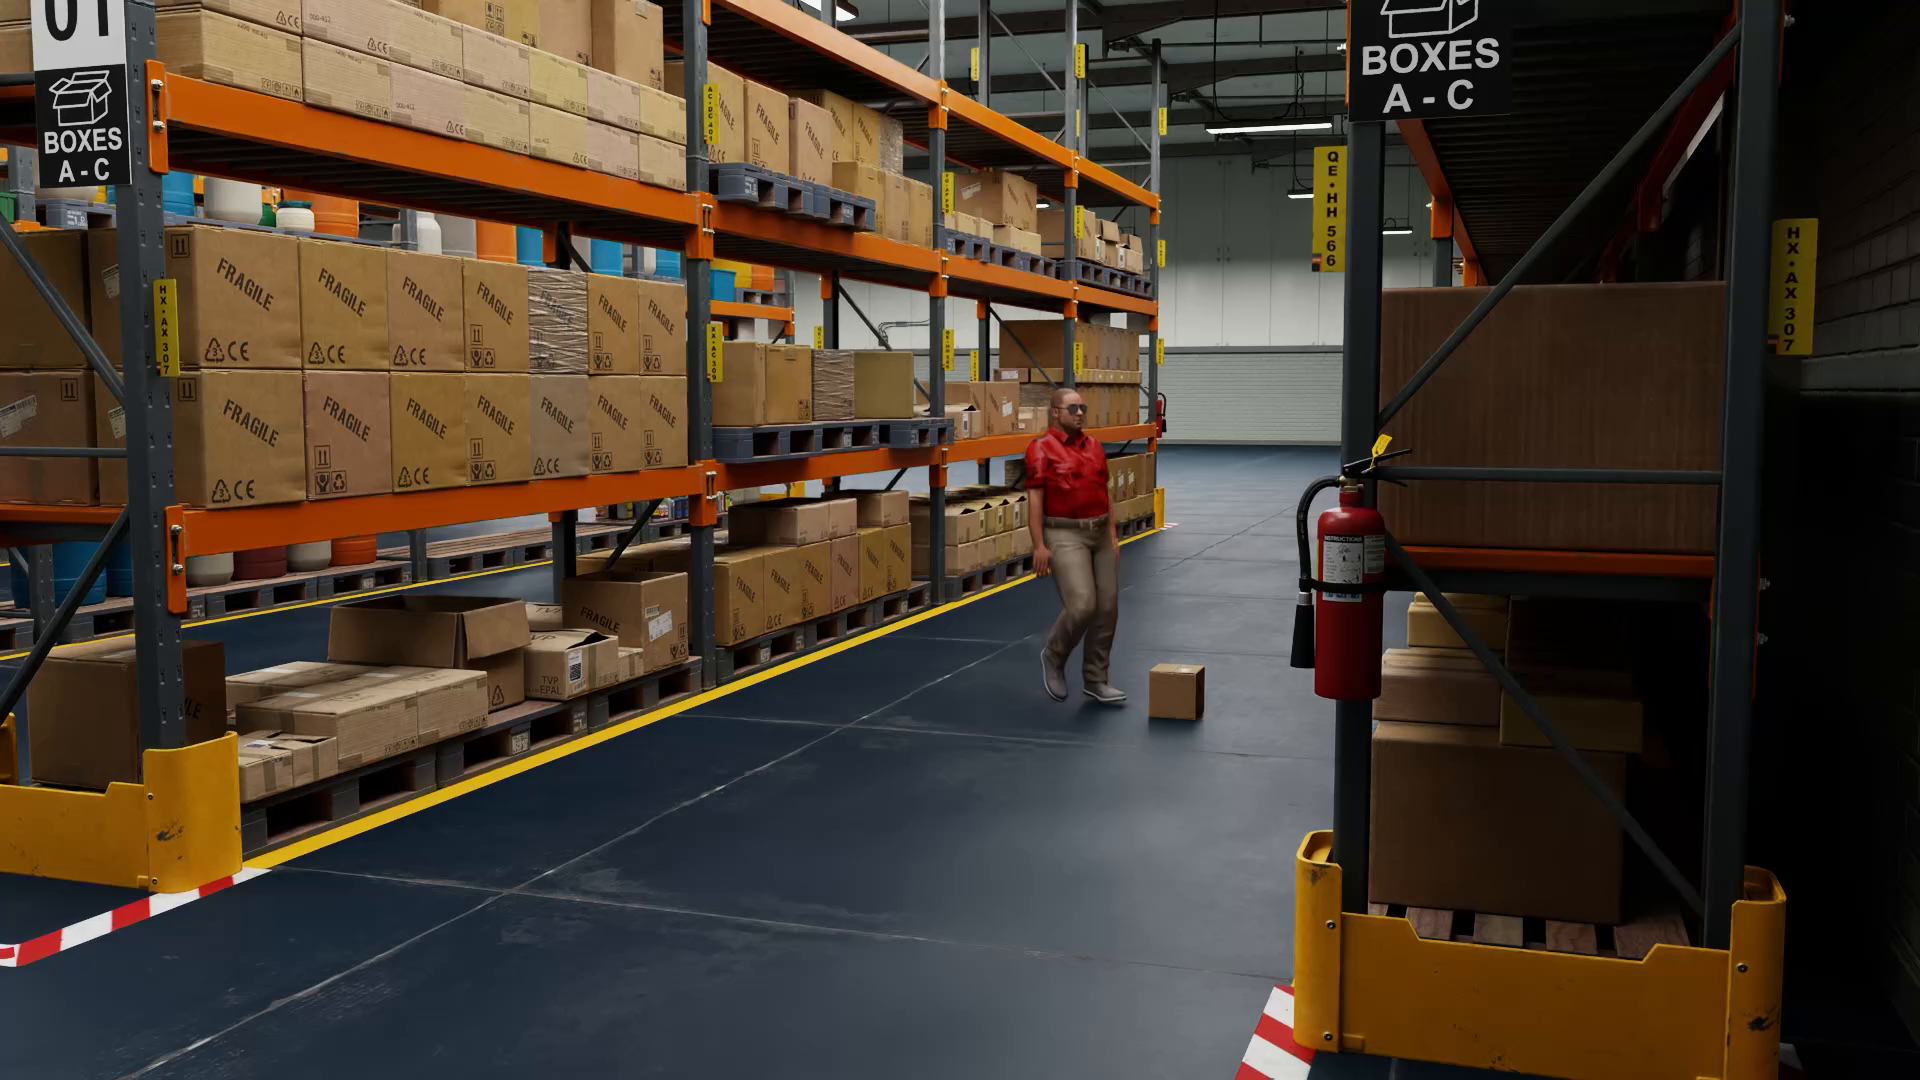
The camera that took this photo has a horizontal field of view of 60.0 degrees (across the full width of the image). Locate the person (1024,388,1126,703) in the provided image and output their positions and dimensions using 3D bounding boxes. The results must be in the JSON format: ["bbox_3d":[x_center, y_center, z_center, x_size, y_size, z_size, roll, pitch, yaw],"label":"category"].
[{"bbox_3d":[0.664,0.032,9.084,0.568,1.721,0.479,-4,6,-37],"label":"person"}]
